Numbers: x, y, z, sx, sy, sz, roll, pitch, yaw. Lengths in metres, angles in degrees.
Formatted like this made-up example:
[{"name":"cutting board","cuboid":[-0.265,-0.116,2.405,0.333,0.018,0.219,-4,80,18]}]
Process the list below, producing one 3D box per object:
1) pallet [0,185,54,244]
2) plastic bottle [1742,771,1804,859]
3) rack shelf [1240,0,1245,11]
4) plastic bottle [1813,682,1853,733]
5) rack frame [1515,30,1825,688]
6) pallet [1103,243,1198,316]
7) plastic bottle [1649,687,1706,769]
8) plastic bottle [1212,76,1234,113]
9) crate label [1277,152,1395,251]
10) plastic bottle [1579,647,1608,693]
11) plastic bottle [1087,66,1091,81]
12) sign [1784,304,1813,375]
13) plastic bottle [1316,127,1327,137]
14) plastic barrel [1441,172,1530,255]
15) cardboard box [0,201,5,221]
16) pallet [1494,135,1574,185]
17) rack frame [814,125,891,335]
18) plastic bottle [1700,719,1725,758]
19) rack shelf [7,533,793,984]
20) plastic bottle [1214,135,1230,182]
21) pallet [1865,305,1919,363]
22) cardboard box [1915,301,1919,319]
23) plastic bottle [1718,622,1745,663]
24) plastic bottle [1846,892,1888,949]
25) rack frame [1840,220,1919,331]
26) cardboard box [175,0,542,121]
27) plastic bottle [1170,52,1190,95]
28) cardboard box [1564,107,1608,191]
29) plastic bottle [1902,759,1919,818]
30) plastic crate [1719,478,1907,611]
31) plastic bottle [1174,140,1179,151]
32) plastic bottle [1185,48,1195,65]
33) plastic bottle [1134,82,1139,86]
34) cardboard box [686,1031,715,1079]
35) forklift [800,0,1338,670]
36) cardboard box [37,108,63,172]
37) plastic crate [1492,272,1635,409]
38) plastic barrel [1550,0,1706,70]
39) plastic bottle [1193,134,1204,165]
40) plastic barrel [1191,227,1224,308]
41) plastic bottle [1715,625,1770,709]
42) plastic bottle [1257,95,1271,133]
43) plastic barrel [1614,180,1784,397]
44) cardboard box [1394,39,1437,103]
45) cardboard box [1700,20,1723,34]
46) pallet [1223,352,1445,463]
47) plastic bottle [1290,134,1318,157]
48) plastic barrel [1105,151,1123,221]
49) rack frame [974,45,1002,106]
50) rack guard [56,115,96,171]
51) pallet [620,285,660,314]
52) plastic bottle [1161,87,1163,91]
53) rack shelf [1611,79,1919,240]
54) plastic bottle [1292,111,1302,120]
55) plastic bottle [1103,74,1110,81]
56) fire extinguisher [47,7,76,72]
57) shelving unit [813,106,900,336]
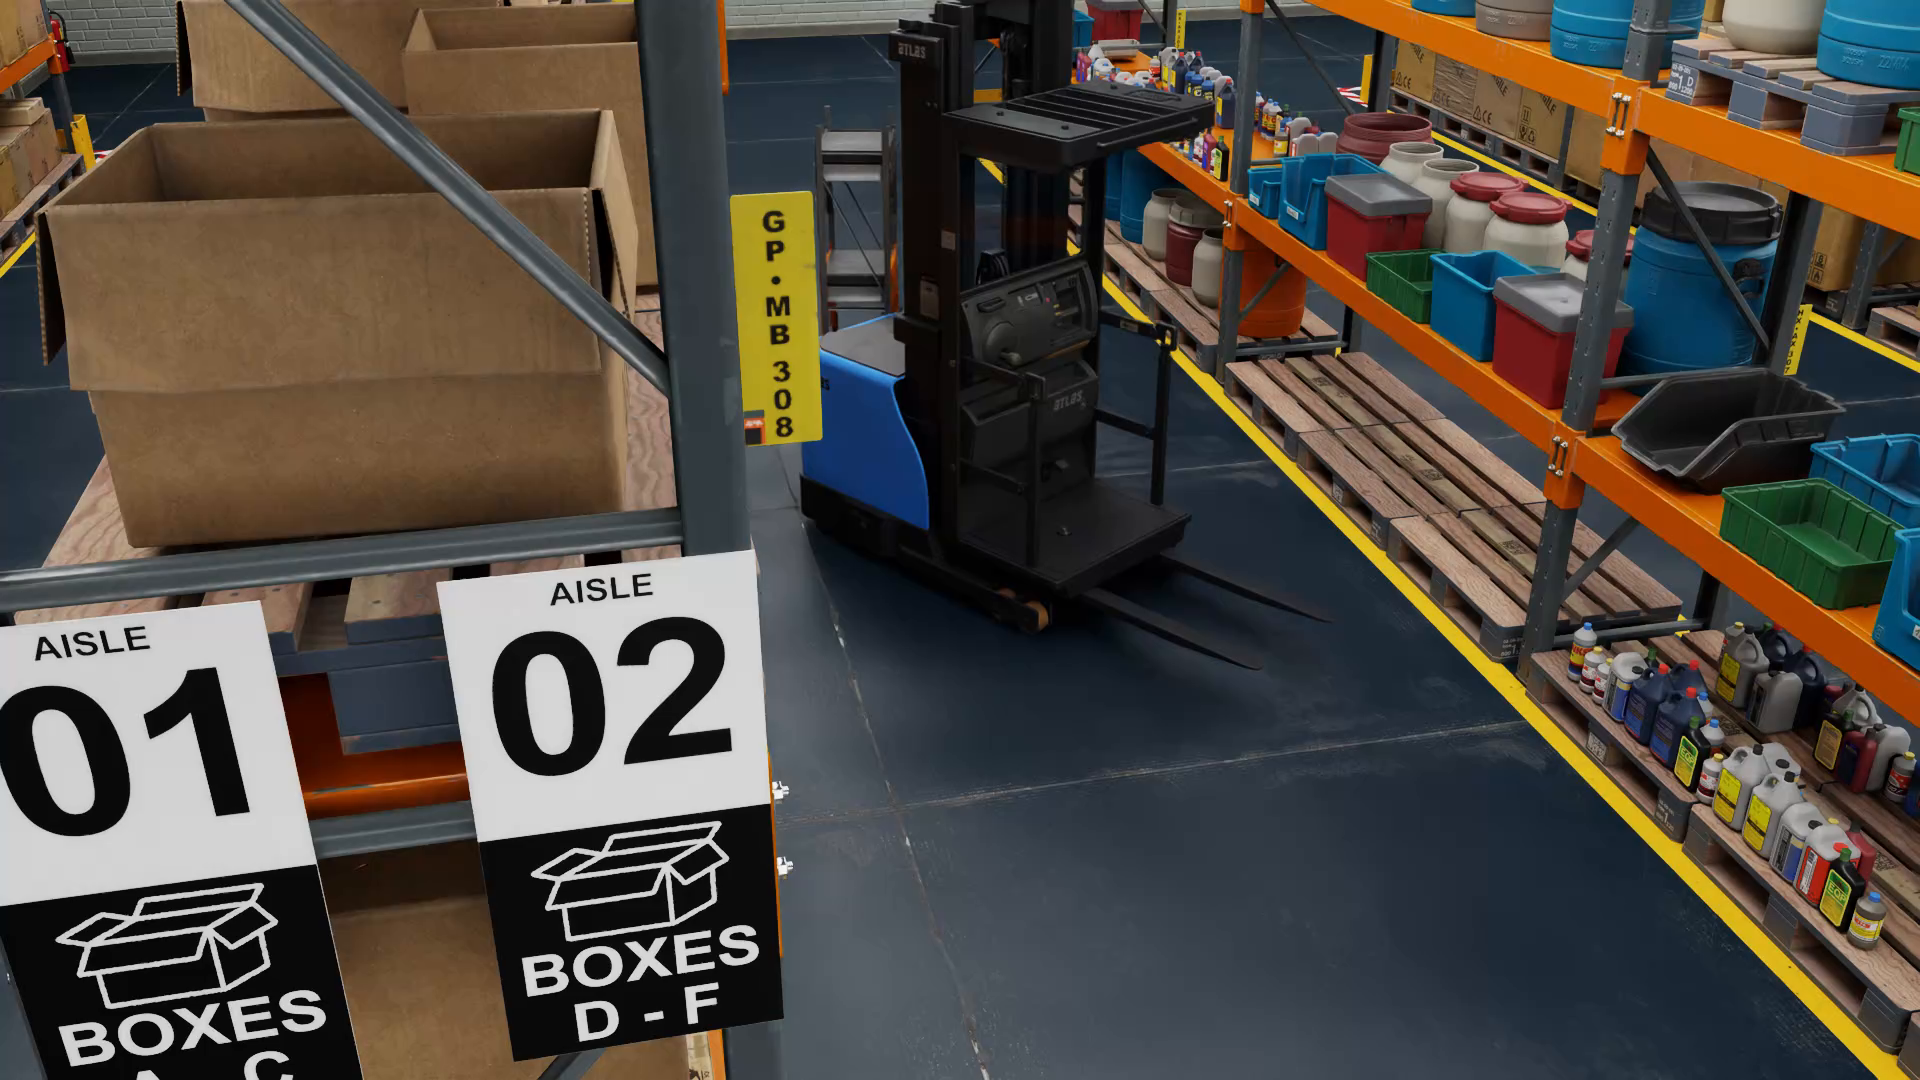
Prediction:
[{"name":"pallet","cuboid":[-8.672,-2.849,14.661,1.003,0.211,1.213,-6,27,-12]},{"name":"plastic bottle","cuboid":[3.114,1.024,6.344,0.144,0.351,0.185,-5,27,-9]},{"name":"rack shelf","cuboid":[1.804,-4.362,12.032,1.077,0.370,4.000,-6,27,-12]},{"name":"plastic bottle","cuboid":[3.703,0.711,7.038,0.061,0.283,0.133,-4,27,-8]},{"name":"rack frame","cuboid":[3.156,-0.710,7.327,1.000,3.000,0.127,-6,27,-12]},{"name":"pallet","cuboid":[1.765,-2.097,13.171,1.003,0.211,1.213,-6,27,-12]},{"name":"plastic bottle","cuboid":[2.977,0.756,6.875,0.144,0.351,0.185,-7,28,-14]},{"name":"plastic bottle","cuboid":[2.036,-3.484,12.960,0.152,0.276,0.135,-6,27,-12]},{"name":"crate label","cuboid":[2.215,-2.018,9.880,0.502,0.435,0.616,-6,27,-12]},{"name":"plastic bottle","cuboid":[2.824,0.572,7.405,0.097,0.201,0.097,0,27,0]},{"name":"plastic bottle","cuboid":[1.094,-3.821,13.713,0.097,0.201,0.097,0,27,0]},{"name":"sign","cuboid":[3.695,-0.884,7.366,0.100,0.325,0.005,-6,27,-12]},{"name":"plastic bottle","cuboid":[2.473,-2.685,11.383,0.097,0.271,0.097,0,27,0]},{"name":"plastic barrel","cuboid":[2.892,-1.725,9.187,0.433,0.535,0.433,0,27,0]},{"name":"cardboard box","cuboid":[-8.477,-2.847,13.870,0.700,0.500,0.500,-6,27,-12]},{"name":"pallet","cuboid":[6.084,-3.822,16.587,1.003,0.211,1.213,-6,27,-12]},{"name":"rack frame","cuboid":[-0.593,-1.320,9.534,0.400,2.100,0.015,1,27,2]},{"name":"plastic bottle","cuboid":[3.046,0.852,6.773,0.097,0.271,0.097,0,27,0]},{"name":"rack shelf","cuboid":[-1.220,-0.348,4.081,1.077,0.370,4.000,-6,27,-12]},{"name":"plastic bottle","cuboid":[1.748,-2.548,11.099,0.061,0.283,0.133,-6,27,-12]},{"name":"pallet","cuboid":[7.255,-1.381,11.751,1.003,0.211,1.213,-6,27,-12]},{"name":"cardboard box","cuboid":[7.251,-1.757,11.688,0.700,0.500,0.500,-7,28,-14]},{"name":"plastic bottle","cuboid":[3.542,0.471,7.606,0.097,0.201,0.097,0,27,0]},{"name":"plastic bottle","cuboid":[3.217,1.337,5.889,0.097,0.201,0.097,0,27,0]},{"name":"rack frame","cuboid":[7.081,-2.969,11.803,1.000,3.000,0.127,-6,27,-12]},{"name":"cardboard box","cuboid":[-1.422,-1.108,4.051,0.797,0.503,0.637,-3,27,-6]},{"name":"plastic bottle","cuboid":[1.781,-3.734,13.373,0.144,0.351,0.185,-6,27,-12]},{"name":"cardboard box","cuboid":[6.343,-3.685,15.113,1.225,0.875,0.875,-6,27,-11]},{"name":"plastic bottle","cuboid":[3.807,0.957,6.565,0.097,0.271,0.097,0,27,0]},{"name":"plastic crate","cuboid":[3.187,0.009,6.138,0.450,0.188,0.662,-6,27,-12]},{"name":"plastic bottle","cuboid":[1.578,-2.879,11.845,0.097,0.201,0.097,0,27,0]},{"name":"plastic bottle","cuboid":[1.880,-3.830,13.563,0.144,0.351,0.185,-6,27,-12]},{"name":"plastic bottle","cuboid":[1.347,-3.360,12.722,0.097,0.271,0.097,0,27,0]},{"name":"cardboard box","cuboid":[-0.647,1.019,3.071,0.380,0.149,0.250,-6,27,-12]},{"name":"forklift","cuboid":[0.508,-1.103,8.182,3.031,2.935,1.130,24,35,39]},{"name":"cardboard box","cuboid":[-8.945,-3.746,15.651,0.700,0.500,0.500,-6,27,-12]},{"name":"plastic crate","cuboid":[2.749,-0.920,7.672,0.402,0.464,0.583,-6,27,-12]},{"name":"plastic barrel","cuboid":[2.830,-2.474,6.937,0.600,0.901,0.708,-6,27,-12]},{"name":"plastic bottle","cuboid":[1.666,-2.708,11.507,0.097,0.201,0.097,0,27,0]},{"name":"plastic barrel","cuboid":[1.914,-1.994,12.168,0.421,0.512,0.421,0,27,0]},{"name":"plastic bottle","cuboid":[3.442,0.544,7.294,0.144,0.351,0.185,-6,27,-12]},{"name":"plastic bottle","cuboid":[2.256,-3.148,12.288,0.061,0.283,0.133,-6,27,-12]},{"name":"plastic barrel","cuboid":[3.365,-1.134,7.611,0.600,0.901,0.708,-6,27,-12]},{"name":"cardboard box","cuboid":[5.500,-5.447,18.605,0.875,0.875,0.875,-6,27,-12]},{"name":"cardboard box","cuboid":[6.266,-4.102,13.937,0.500,0.500,0.500,-7,28,-13]},{"name":"pallet","cuboid":[2.392,-0.877,10.753,1.003,0.211,1.213,-6,27,-12]},{"name":"plastic bottle","cuboid":[2.324,-2.618,11.245,0.152,0.276,0.135,-6,27,-12]},{"name":"plastic barrel","cuboid":[1.460,-3.232,14.187,0.600,0.901,0.708,-6,27,-12]},{"name":"rack frame","cuboid":[0.452,-5.978,17.764,1.000,3.000,0.127,-6,27,-12]},{"name":"rack guard","cuboid":[-9.205,-3.866,16.355,1.175,0.500,0.348,-6,27,-12]},{"name":"pallet","cuboid":[-1.181,-0.602,3.882,1.003,0.211,1.213,-6,27,-12]},{"name":"plastic bottle","cuboid":[1.531,-3.290,12.581,0.097,0.271,0.097,0,27,0]},{"name":"rack shelf","cuboid":[3.607,-0.850,5.074,1.077,0.370,4.000,-6,27,-12]},{"name":"plastic bottle","cuboid":[2.382,-2.903,11.802,0.061,0.283,0.133,-6,27,-12]},{"name":"plastic bottle","cuboid":[1.191,-3.634,13.342,0.097,0.201,0.097,0,27,0]},{"name":"fire extinguisher","cuboid":[-8.784,-4.884,16.097,0.296,0.674,0.183,-6,27,-12]},{"name":"shelving unit","cuboid":[-0.584,-1.429,9.752,0.431,2.100,0.503,1,27,2]}]
